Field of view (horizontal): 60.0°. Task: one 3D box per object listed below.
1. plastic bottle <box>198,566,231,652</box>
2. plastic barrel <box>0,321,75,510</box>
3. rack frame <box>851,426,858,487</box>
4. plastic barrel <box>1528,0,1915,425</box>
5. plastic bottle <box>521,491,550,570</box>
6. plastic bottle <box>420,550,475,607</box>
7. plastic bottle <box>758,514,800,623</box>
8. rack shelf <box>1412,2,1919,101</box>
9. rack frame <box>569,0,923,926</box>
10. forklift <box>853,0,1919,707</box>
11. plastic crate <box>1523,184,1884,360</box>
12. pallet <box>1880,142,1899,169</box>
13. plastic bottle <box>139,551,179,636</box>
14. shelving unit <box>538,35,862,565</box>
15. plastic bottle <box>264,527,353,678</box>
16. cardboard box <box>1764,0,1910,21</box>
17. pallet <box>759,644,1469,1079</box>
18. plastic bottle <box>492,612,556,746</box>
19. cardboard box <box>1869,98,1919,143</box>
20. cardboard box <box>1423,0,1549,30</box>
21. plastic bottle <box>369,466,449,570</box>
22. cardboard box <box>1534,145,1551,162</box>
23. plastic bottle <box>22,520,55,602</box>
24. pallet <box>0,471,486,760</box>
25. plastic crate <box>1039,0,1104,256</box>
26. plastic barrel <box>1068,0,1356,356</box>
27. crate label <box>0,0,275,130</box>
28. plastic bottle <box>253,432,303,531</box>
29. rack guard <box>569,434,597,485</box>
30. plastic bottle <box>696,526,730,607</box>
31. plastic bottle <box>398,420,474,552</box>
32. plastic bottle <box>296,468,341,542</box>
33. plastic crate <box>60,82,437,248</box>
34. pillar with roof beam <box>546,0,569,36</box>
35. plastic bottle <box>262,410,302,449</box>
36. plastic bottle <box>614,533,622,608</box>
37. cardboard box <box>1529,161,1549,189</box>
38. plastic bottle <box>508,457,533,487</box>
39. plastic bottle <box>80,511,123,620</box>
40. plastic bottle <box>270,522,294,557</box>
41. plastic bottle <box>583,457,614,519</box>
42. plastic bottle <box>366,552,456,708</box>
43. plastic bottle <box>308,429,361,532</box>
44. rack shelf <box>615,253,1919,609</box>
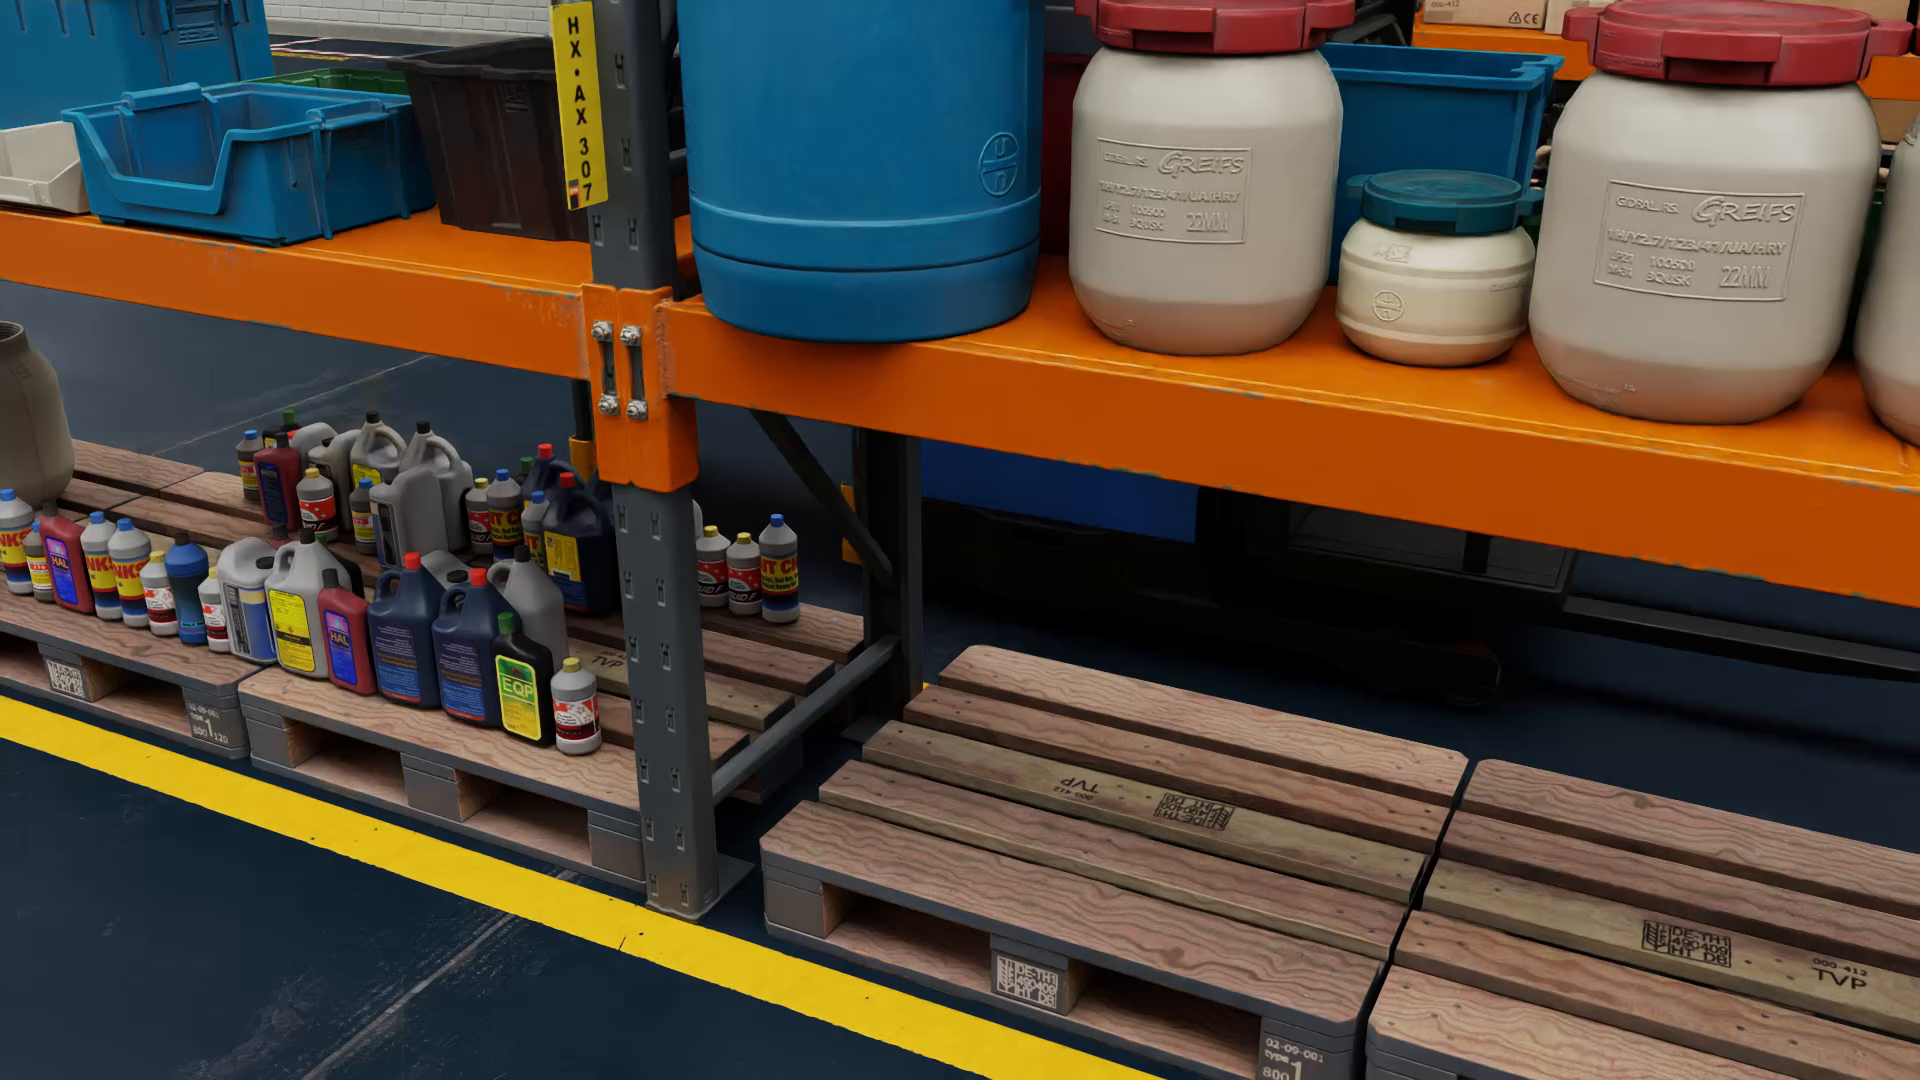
[{"bbox_3d":[-1.794,0.162,4.050,0.097,0.201,0.097,0,23,0],"label":"plastic bottle"},{"bbox_3d":[-2.870,-0.355,4.893,0.421,0.512,0.421,0,23,0],"label":"plastic barrel"},{"bbox_3d":[-0.207,-0.722,5.031,0.032,1.500,0.500,10,25,22],"label":"rack frame"},{"bbox_3d":[1.041,-0.465,2.338,0.433,0.535,0.433,0,23,0],"label":"plastic barrel"},{"bbox_3d":[-1.086,0.004,4.331,0.097,0.271,0.097,0,23,0],"label":"plastic bottle"},{"bbox_3d":[-1.201,0.170,3.936,0.135,0.276,0.152,11,25,25],"label":"plastic bottle"},{"bbox_3d":[-0.456,0.066,4.187,0.097,0.271,0.097,0,23,0],"label":"plastic bottle"},{"bbox_3d":[3.654,-1.823,6.623,4.000,0.370,1.077,11,25,25],"label":"rack shelf"},{"bbox_3d":[-0.369,-0.778,3.246,0.127,3.000,1.000,11,25,25],"label":"rack frame"},{"bbox_3d":[1.249,-1.160,4.233,3.031,2.935,1.130,10,25,22],"label":"forklift"},{"bbox_3d":[1.313,-0.471,2.797,0.662,0.188,0.450,11,25,25],"label":"plastic crate"},{"bbox_3d":[5.889,-2.603,11.101,1.213,0.211,1.003,11,25,25],"label":"pallet"},{"bbox_3d":[-1.978,0.126,4.135,0.097,0.201,0.097,0,23,0],"label":"plastic bottle"},{"bbox_3d":[-0.661,-0.803,5.222,1.083,1.500,0.587,10,25,22],"label":"shelving unit"},{"bbox_3d":[-1.533,0.135,3.923,0.185,0.351,0.144,11,25,24],"label":"plastic bottle"},{"bbox_3d":[3.464,-2.230,6.534,0.500,0.500,0.500,11,25,25],"label":"cardboard box"},{"bbox_3d":[0.349,0.630,3.498,1.213,0.211,1.003,11,25,25],"label":"pallet"},{"bbox_3d":[-0.947,0.300,3.621,0.133,0.283,0.061,13,26,27],"label":"plastic bottle"},{"bbox_3d":[6.141,-2.902,10.873,0.500,0.500,0.700,11,25,24],"label":"cardboard box"},{"bbox_3d":[2.328,-2.367,7.174,0.500,0.250,0.500,13,26,28],"label":"cardboard box"},{"bbox_3d":[-1.494,-0.067,4.492,0.135,0.276,0.152,11,25,25],"label":"plastic bottle"},{"bbox_3d":[2.827,-1.632,7.515,0.500,0.311,0.500,12,26,26],"label":"cardboard box"},{"bbox_3d":[-2.369,0.048,4.317,0.097,0.201,0.097,0,23,0],"label":"plastic bottle"},{"bbox_3d":[-2.042,0.157,4.611,1.213,0.211,1.003,11,25,25],"label":"pallet"},{"bbox_3d":[0.201,-0.829,3.284,0.583,0.464,0.402,11,25,25],"label":"plastic crate"},{"bbox_3d":[0.386,-0.595,2.642,0.433,0.535,0.433,0,23,0],"label":"plastic barrel"},{"bbox_3d":[-2.174,-1.270,4.358,0.616,0.435,0.502,11,25,25],"label":"crate label"},{"bbox_3d":[-1.937,-0.174,4.735,0.133,0.283,0.061,11,25,25],"label":"plastic bottle"},{"bbox_3d":[-1.114,-0.309,5.657,0.087,0.250,0.587,10,25,22],"label":"rack guard"},{"bbox_3d":[-0.637,0.062,4.285,0.097,0.201,0.097,0,23,0],"label":"plastic bottle"},{"bbox_3d":[-1.450,-0.157,4.610,0.185,0.351,0.144,11,25,24],"label":"plastic bottle"},{"bbox_3d":[-1.805,-0.102,4.671,0.097,0.201,0.097,0,23,0],"label":"plastic bottle"},{"bbox_3d":[-1.479,-0.810,3.512,0.616,0.251,0.499,11,25,25],"label":"plastic crate"},{"bbox_3d":[-5.751,-7.439,11.245,0.400,9.000,9.100,11,25,25],"label":"pillar with roof beam"},{"bbox_3d":[-1.989,-0.251,4.917,0.133,0.283,0.061,12,26,26],"label":"plastic bottle"},{"bbox_3d":[-0.804,0.050,4.208,0.133,0.283,0.061,11,25,25],"label":"plastic bottle"},{"bbox_3d":[2.570,-1.443,7.071,0.500,0.311,0.500,11,25,24],"label":"cardboard box"},{"bbox_3d":[-1.199,-0.095,4.549,0.133,0.283,0.061,12,26,27],"label":"plastic bottle"},{"bbox_3d":[-2.155,0.058,4.204,0.097,0.271,0.097,0,23,0],"label":"plastic bottle"},{"bbox_3d":[-1.629,0.098,4.095,0.133,0.283,0.061,11,25,25],"label":"plastic bottle"},{"bbox_3d":[-0.902,-0.049,4.355,0.185,0.351,0.144,12,26,26],"label":"plastic bottle"},{"bbox_3d":[-1.245,0.192,3.789,0.185,0.351,0.144,10,25,22],"label":"plastic bottle"},{"bbox_3d":[-1.765,-0.184,4.767,0.135,0.276,0.152,10,25,23],"label":"plastic bottle"},{"bbox_3d":[1.416,-0.094,2.557,4.000,0.370,1.077,11,25,25],"label":"rack shelf"}]
